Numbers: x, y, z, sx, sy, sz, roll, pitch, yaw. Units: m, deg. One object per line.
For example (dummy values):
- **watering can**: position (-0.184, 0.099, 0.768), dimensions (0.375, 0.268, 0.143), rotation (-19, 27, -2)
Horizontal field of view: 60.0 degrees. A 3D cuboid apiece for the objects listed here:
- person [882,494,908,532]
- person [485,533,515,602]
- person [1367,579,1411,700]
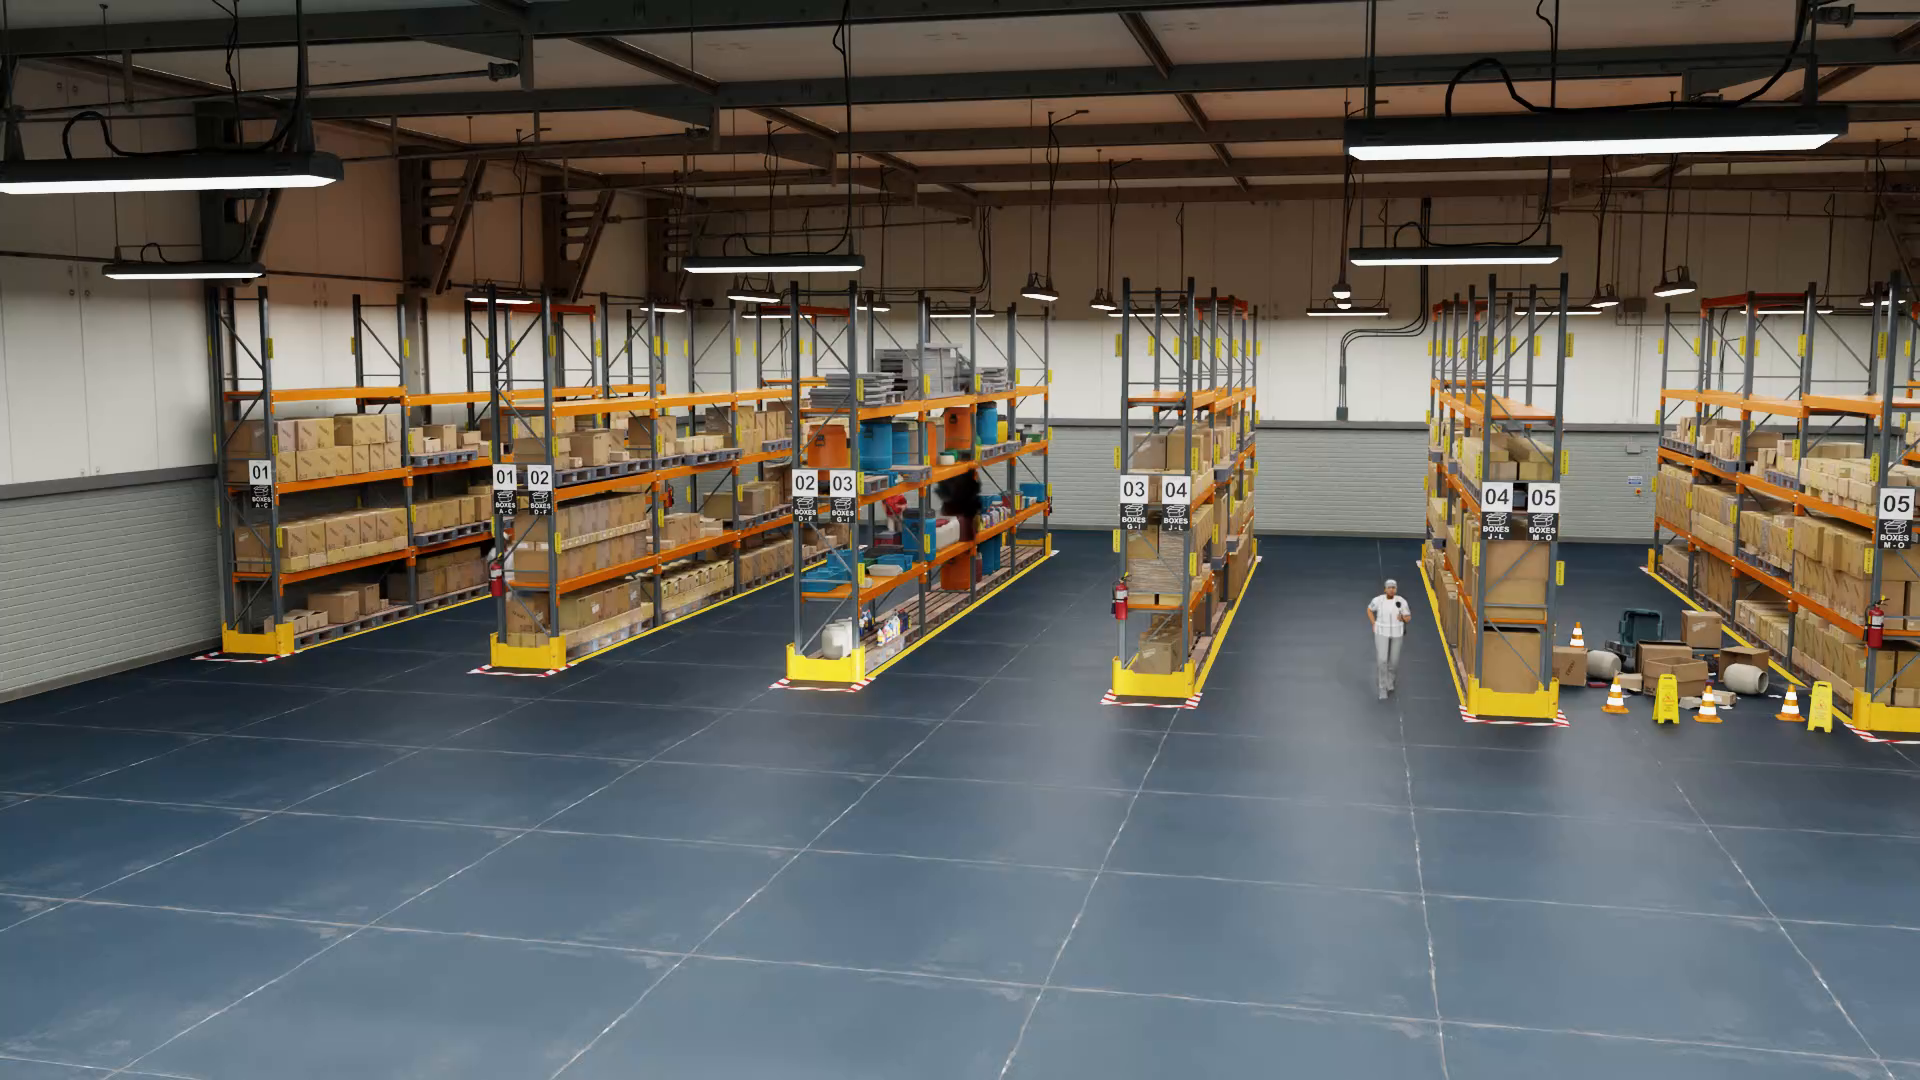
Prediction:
- **person**: position (-1.591, -0.460, 40.327), dimensions (0.658, 1.802, 0.756), rotation (0, 7, 2)
- **person**: position (-7.976, 0.764, 29.113), dimensions (0.672, 1.819, 0.928), rotation (1, 7, 10)
- **person**: position (6.206, 1.420, 24.050), dimensions (0.589, 1.722, 0.726), rotation (1, 7, 5)
